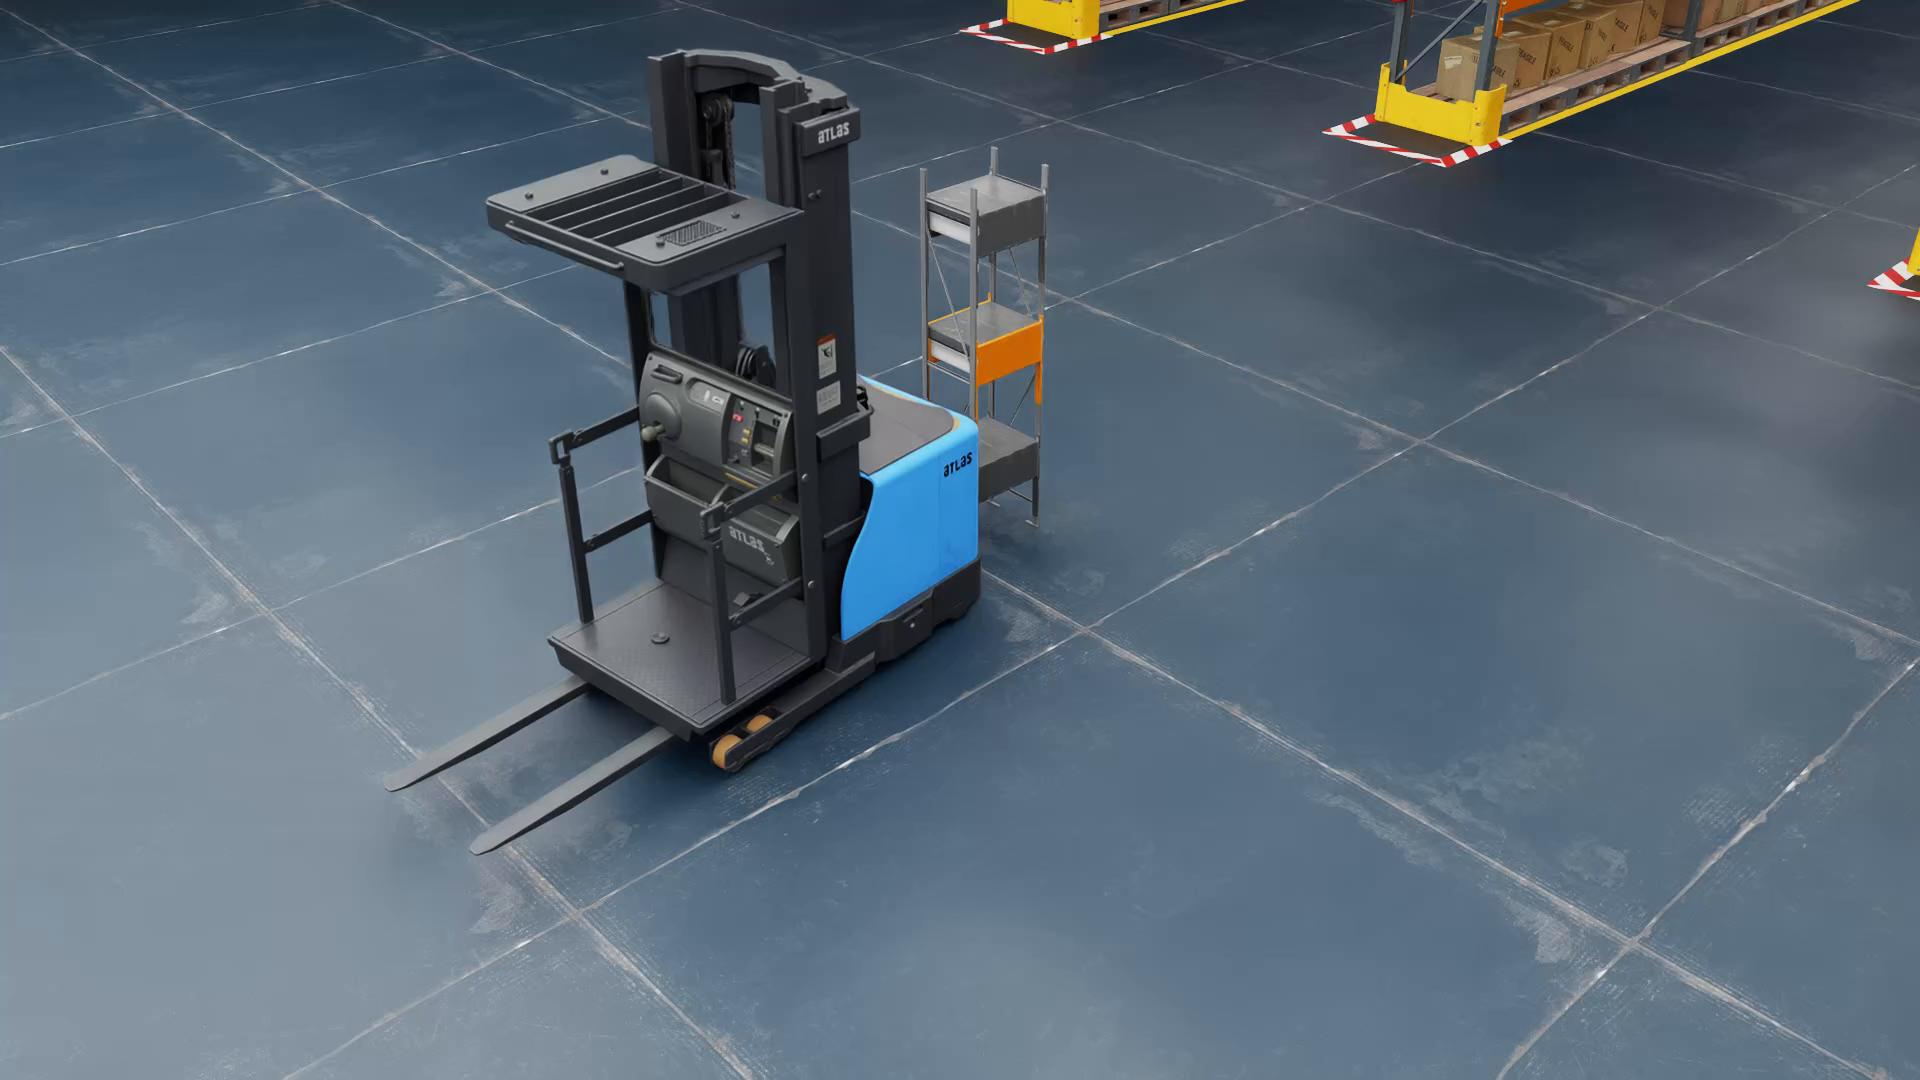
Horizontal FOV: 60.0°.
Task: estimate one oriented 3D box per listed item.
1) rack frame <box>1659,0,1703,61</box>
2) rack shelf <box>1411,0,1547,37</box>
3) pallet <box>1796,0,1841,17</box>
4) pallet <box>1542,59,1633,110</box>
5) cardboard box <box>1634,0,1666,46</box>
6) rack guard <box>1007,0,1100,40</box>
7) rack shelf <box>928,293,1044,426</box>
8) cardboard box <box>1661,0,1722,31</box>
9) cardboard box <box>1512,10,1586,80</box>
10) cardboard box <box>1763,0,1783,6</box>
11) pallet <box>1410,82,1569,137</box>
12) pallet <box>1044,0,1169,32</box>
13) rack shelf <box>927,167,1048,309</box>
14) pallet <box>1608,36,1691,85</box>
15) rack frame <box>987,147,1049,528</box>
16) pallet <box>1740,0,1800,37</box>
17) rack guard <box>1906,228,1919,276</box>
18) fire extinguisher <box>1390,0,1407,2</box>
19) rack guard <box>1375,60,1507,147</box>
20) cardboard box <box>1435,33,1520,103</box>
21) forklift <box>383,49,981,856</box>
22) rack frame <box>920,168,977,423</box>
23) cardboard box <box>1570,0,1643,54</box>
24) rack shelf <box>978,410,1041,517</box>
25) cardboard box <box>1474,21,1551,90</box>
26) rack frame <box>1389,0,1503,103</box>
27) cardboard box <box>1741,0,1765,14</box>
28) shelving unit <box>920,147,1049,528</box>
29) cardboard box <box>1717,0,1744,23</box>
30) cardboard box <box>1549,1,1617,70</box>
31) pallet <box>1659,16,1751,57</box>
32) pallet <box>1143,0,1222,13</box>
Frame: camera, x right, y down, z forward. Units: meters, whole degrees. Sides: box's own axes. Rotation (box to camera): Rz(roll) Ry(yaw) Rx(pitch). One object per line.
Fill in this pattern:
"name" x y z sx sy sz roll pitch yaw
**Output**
"rack frame" 7.312 -6.511 17.023 0.127 3.000 1.000 -26 40 -35
"rack shelf" 5.845 -5.495 16.051 4.000 0.370 1.077 -26 40 -35
"pallet" 9.671 -6.464 19.619 1.213 0.211 1.003 -26 40 -35
"pallet" 5.948 -4.635 16.628 1.213 0.211 1.003 -26 40 -35
"cardboard box" 6.991 -5.498 17.359 0.500 0.500 0.500 -27 41 -37
"rack guard" 1.035 -5.966 18.527 0.348 0.500 1.175 -26 40 -35
"rack shelf" 0.121 -0.943 8.805 0.480 0.518 0.431 -26 40 -35
"cardboard box" 7.777 -5.842 17.903 0.700 0.500 0.500 26 40 35
"cardboard box" 5.735 -4.860 16.317 0.500 0.500 0.500 -22 38 -31
"cardboard box" 8.958 -6.401 18.817 0.500 0.500 0.700 -22 38 -32
"pallet" 5.054 -4.205 15.924 1.213 0.211 1.003 -26 40 -35
"pallet" 1.634 -6.129 19.070 1.213 0.211 1.003 -26 40 -35
"rack shelf" 0.121 -1.540 8.440 0.480 0.518 0.431 -26 40 -35
"pallet" 6.843 -5.070 17.339 1.213 0.211 1.003 -26 40 -35
"rack frame" 0.300 -1.041 8.940 0.015 2.100 0.400 -26 40 -35
"pallet" 8.777 -6.033 18.915 1.213 0.211 1.003 -26 40 -35
"rack guard" 7.659 -2.084 12.180 0.348 0.500 1.175 -26 40 -35
"fire extinguisher" 3.981 -5.195 14.945 0.183 0.674 0.296 -26 40 -35
"rack guard" 4.434 -4.053 15.399 0.348 0.500 1.175 -26 40 -35
"cardboard box" 4.848 -4.420 15.597 0.500 0.500 0.500 -18 36 -27
"forklift" -1.231 -0.497 7.254 1.130 2.935 3.031 24 39 34
"rack frame" -0.058 -0.868 8.657 0.015 2.100 0.400 -26 40 -35
"cardboard box" 6.576 -5.292 17.022 0.500 0.500 0.500 -13 34 -21
"rack shelf" 0.121 -0.346 9.171 0.480 0.518 0.431 -26 40 -35
"cardboard box" 5.263 -4.646 15.966 0.500 0.500 0.500 -15 35 -23
"rack frame" 4.379 -5.093 14.703 0.127 3.000 1.000 -26 40 -35
"cardboard box" 8.549 -6.203 18.493 0.700 0.500 0.500 25 40 35
"shelving unit" 0.121 -0.955 8.798 0.503 2.100 0.431 -26 40 -35
"cardboard box" 8.139 -6.004 18.168 0.500 0.500 0.700 -26 40 -36
"cardboard box" 6.175 -5.041 16.613 0.500 0.500 0.500 25 39 35
"pallet" 7.882 -5.599 18.203 1.213 0.211 1.003 -26 40 -35
"pallet" 2.528 -6.559 19.775 1.213 0.211 1.003 -26 40 -35
